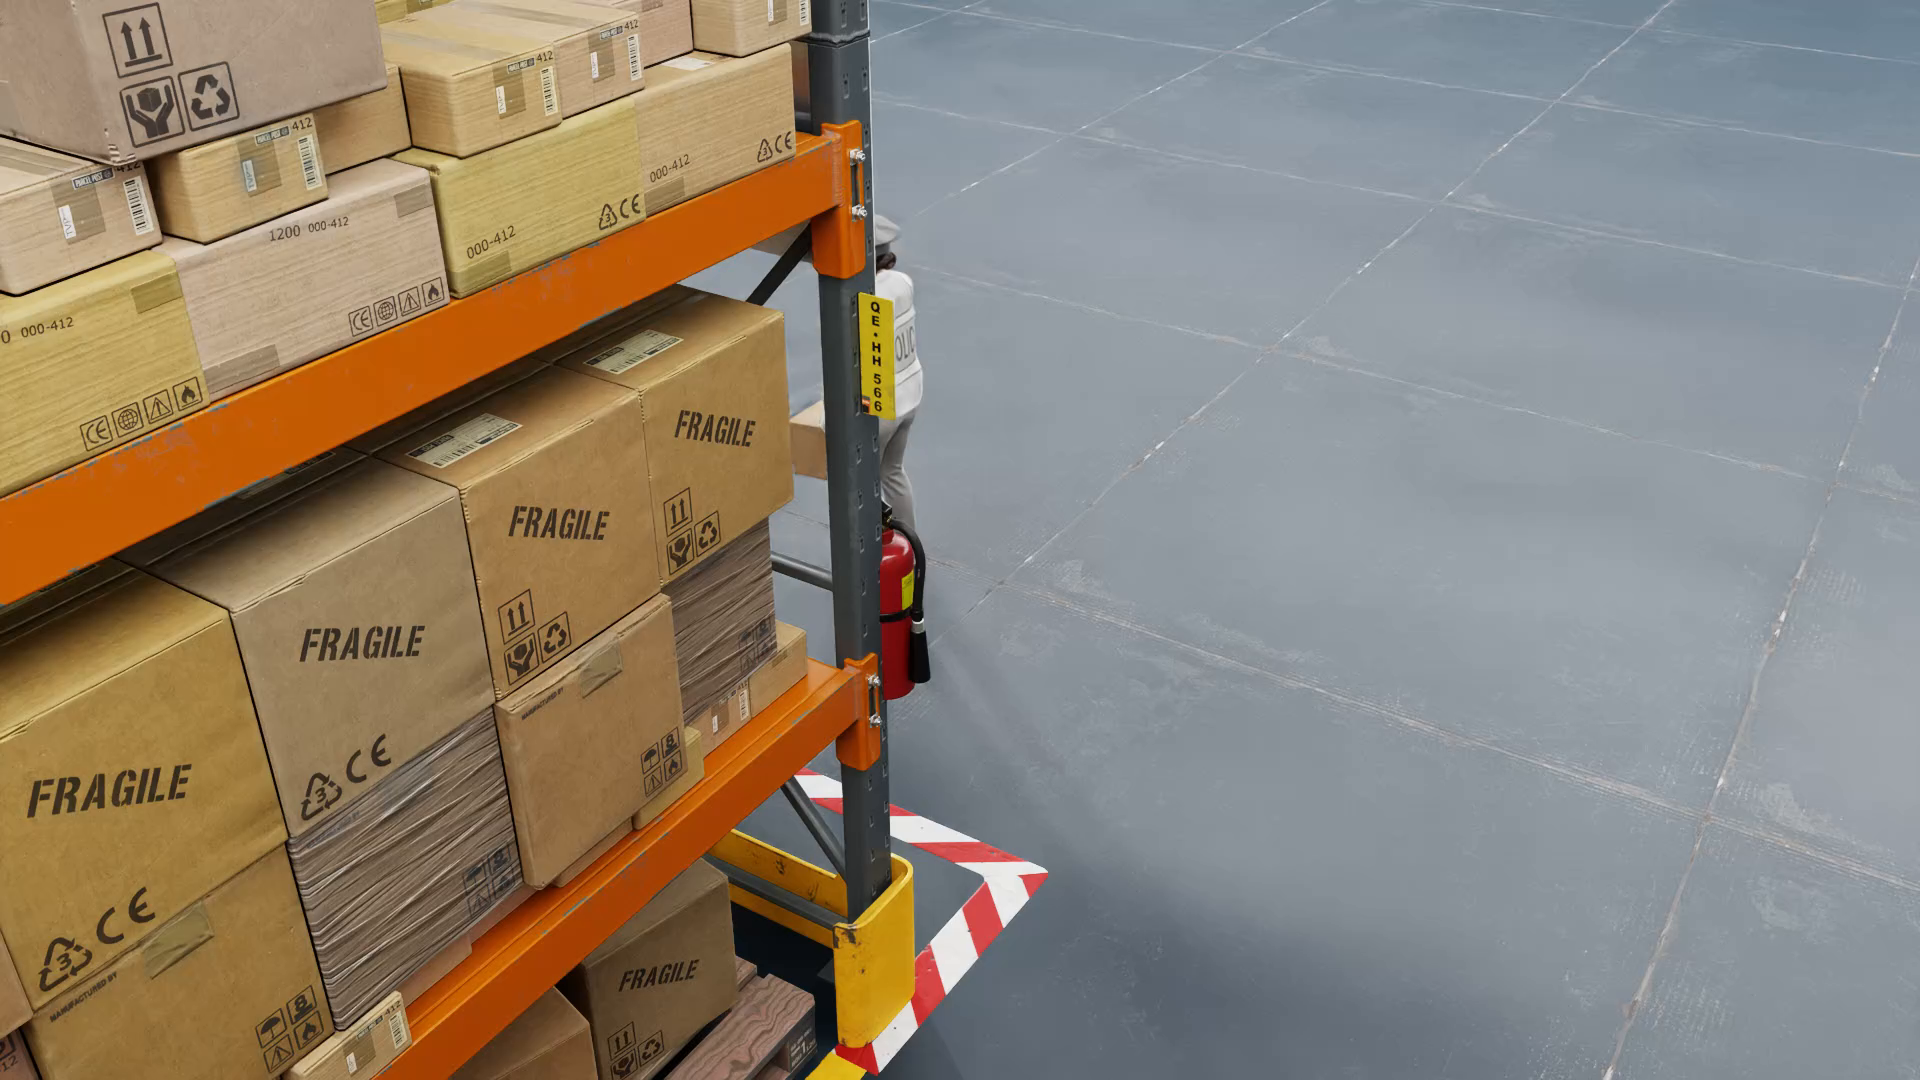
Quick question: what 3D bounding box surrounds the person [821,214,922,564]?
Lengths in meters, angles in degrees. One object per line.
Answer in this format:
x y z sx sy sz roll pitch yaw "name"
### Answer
-0.361 -0.569 7.075 0.360 1.676 0.505 17 35 26 "person"
